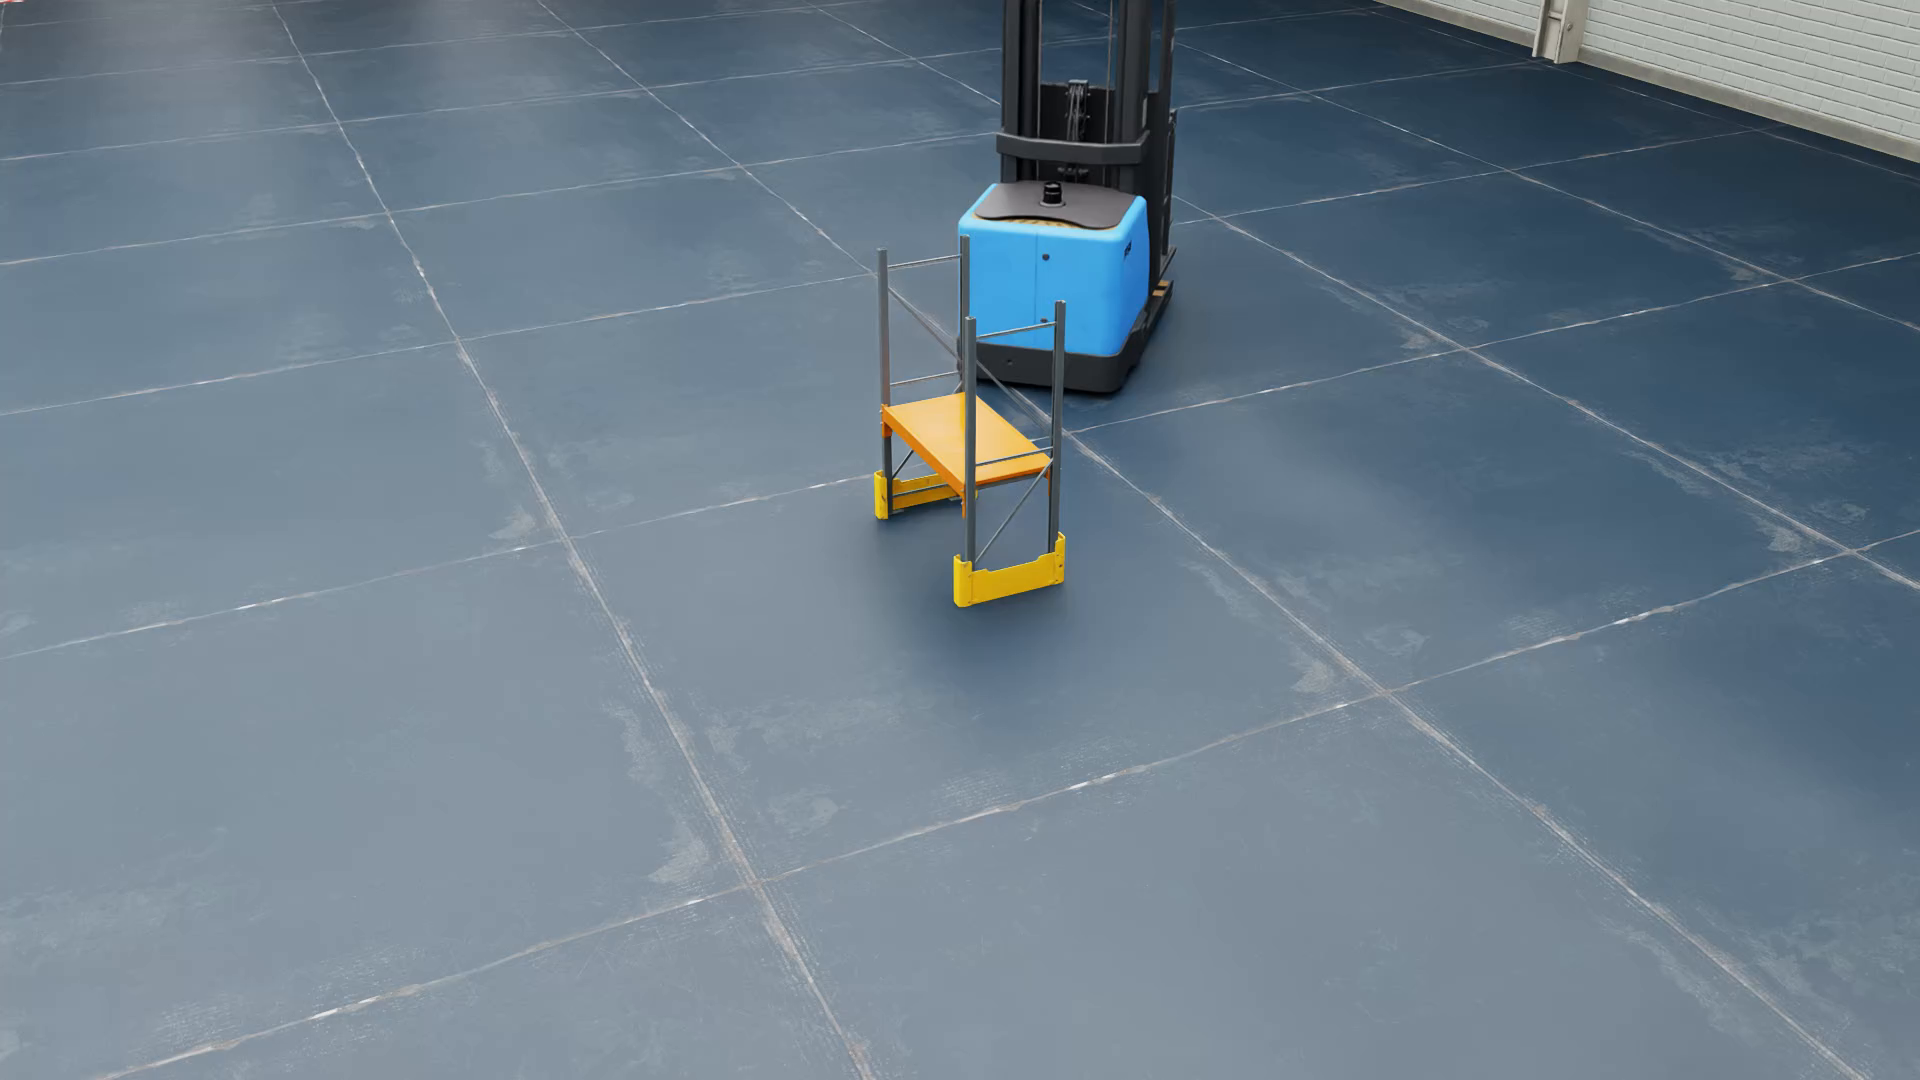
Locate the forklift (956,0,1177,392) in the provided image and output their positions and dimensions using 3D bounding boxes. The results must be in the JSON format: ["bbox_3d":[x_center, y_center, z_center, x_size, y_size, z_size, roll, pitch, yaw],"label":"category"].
[{"bbox_3d":[0.873,-2.893,10.912,1.130,2.935,3.031,8,30,14],"label":"forklift"}]

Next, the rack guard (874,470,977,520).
[{"bbox_3d":[-0.181,-0.295,9.021,0.587,0.250,0.087,-13,32,-22],"label":"rack guard"}]

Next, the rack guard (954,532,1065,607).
[{"bbox_3d":[0.247,0.145,8.236,0.587,0.250,0.087,-13,32,-22],"label":"rack guard"}]

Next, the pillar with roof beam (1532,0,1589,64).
[{"bbox_3d":[2.590,-8.264,14.287,9.100,9.000,0.400,-13,32,-22],"label":"pillar with roof beam"}]

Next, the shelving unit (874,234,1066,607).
[{"bbox_3d":[0.033,-0.620,8.323,0.587,1.500,1.083,-13,32,-22],"label":"shelving unit"}]

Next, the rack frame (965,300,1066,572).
[{"bbox_3d":[0.255,-0.392,7.916,0.500,1.500,0.032,-13,32,-22],"label":"rack frame"}]

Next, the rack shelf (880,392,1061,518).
[{"bbox_3d":[0.037,-0.460,8.404,0.538,0.185,1.000,-13,32,-22],"label":"rack shelf"}]

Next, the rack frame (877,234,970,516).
[{"bbox_3d":[-0.182,-0.841,8.716,0.500,1.500,0.032,-13,32,-22],"label":"rack frame"}]
